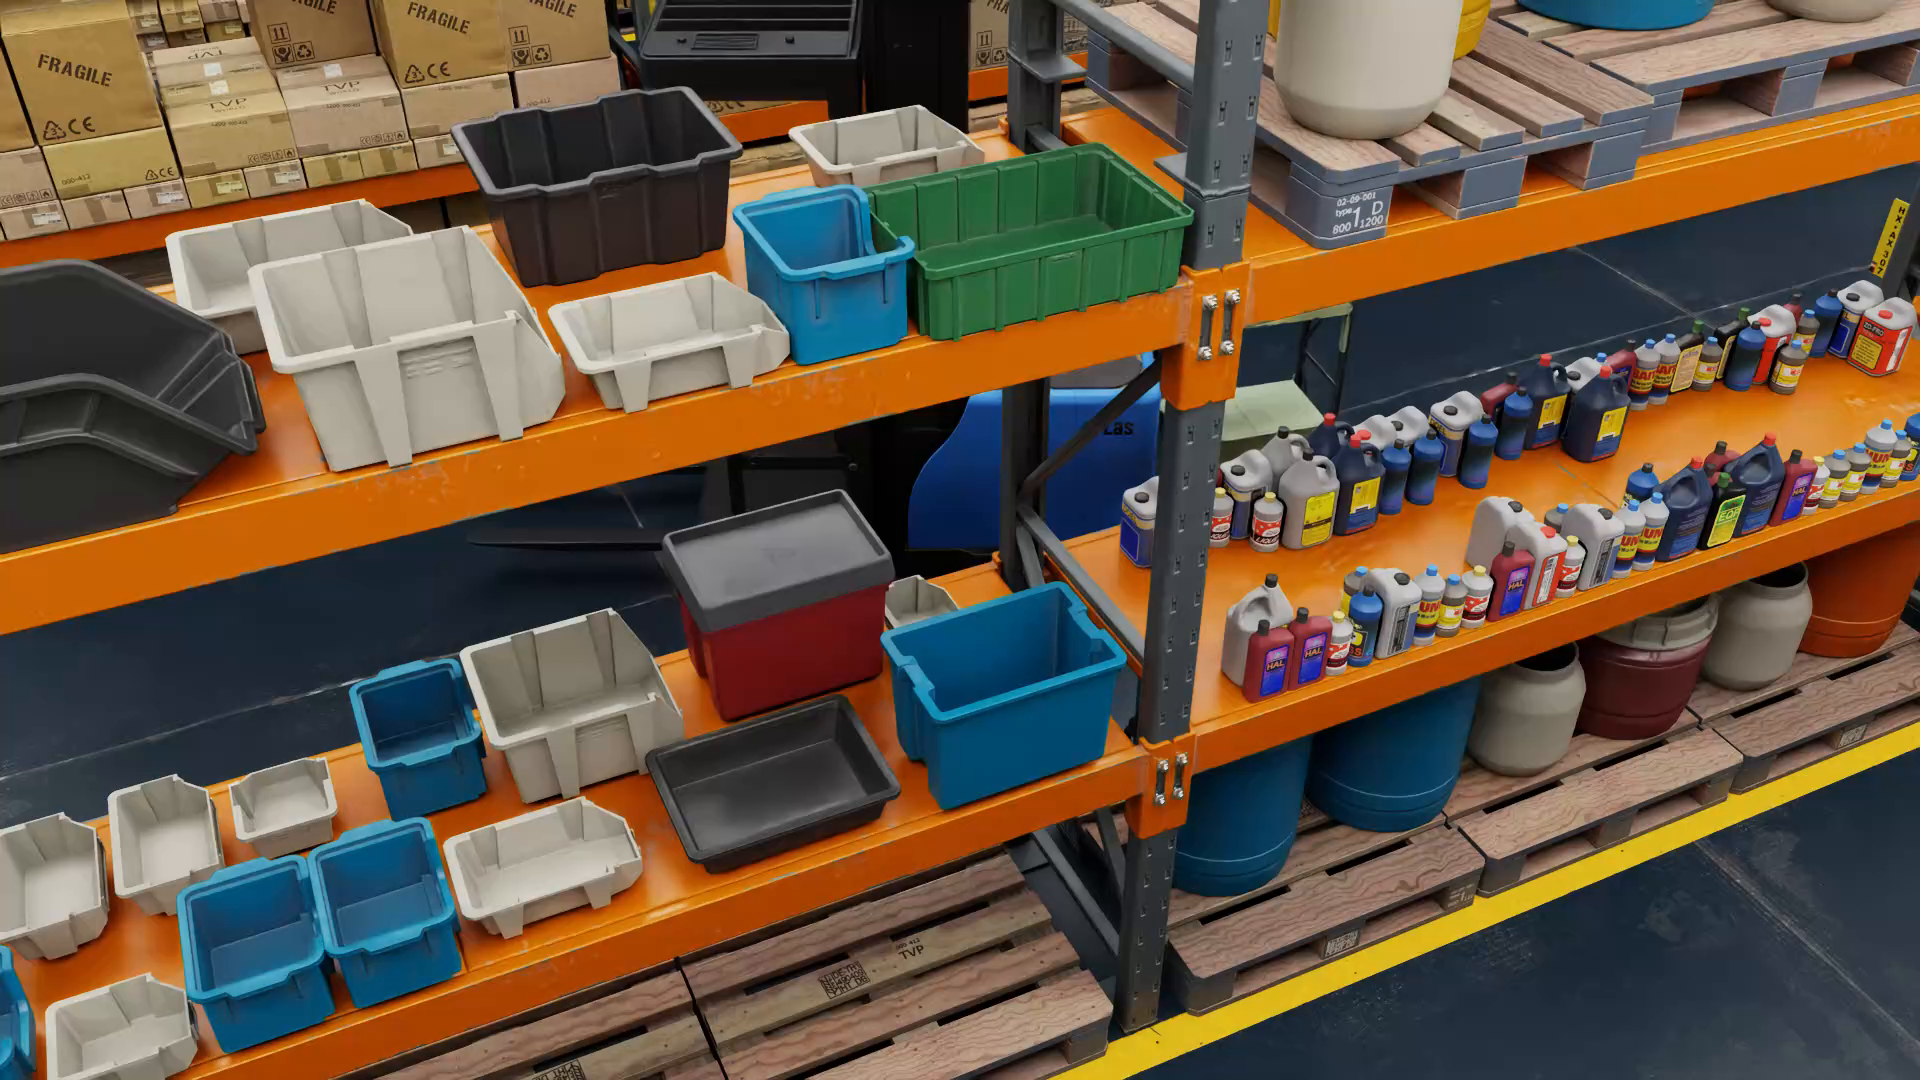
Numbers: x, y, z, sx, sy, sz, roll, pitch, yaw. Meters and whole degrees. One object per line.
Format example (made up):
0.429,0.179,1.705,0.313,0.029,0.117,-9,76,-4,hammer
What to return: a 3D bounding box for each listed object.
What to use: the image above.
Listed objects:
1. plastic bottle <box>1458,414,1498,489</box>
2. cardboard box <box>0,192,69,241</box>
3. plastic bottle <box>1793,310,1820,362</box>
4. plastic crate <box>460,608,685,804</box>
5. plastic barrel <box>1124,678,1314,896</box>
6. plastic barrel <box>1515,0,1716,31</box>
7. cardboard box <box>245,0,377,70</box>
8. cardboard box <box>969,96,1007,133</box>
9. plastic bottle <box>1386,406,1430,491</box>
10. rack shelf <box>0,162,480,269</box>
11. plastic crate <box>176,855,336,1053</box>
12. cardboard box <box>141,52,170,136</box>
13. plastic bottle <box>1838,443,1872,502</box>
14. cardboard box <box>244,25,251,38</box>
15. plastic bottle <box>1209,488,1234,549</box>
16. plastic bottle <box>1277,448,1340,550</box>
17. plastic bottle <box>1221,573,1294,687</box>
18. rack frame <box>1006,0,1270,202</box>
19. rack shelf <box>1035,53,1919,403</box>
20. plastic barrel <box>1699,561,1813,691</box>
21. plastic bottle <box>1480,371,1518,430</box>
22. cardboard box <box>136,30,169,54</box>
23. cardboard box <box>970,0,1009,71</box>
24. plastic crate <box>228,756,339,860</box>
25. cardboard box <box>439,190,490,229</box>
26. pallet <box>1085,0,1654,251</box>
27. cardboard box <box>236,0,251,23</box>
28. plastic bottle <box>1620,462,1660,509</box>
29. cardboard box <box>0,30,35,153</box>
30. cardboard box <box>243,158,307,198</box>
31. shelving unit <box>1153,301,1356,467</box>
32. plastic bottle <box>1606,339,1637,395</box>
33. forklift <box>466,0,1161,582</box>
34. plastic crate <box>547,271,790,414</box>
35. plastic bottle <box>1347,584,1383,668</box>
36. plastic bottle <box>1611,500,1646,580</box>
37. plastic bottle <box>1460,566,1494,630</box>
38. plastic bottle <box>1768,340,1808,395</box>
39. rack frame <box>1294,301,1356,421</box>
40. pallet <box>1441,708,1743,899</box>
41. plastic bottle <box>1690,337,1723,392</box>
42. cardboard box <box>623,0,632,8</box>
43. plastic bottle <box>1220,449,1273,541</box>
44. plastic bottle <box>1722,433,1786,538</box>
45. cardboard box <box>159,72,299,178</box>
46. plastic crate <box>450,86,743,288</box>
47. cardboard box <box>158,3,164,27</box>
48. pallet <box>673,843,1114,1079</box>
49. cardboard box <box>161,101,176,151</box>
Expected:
1.801,-0.315,5.764,0.097,0.271,0.097,0,37,0,plastic bottle
-4.172,-1.509,7.477,0.250,0.149,0.380,-16,40,-21,cardboard box
3.280,-0.800,6.478,0.097,0.201,0.097,0,37,0,plastic bottle
-1.068,0.469,4.649,0.530,0.282,0.437,-16,39,-20,plastic crate
0.893,0.704,5.692,0.708,0.901,0.600,-16,39,-20,plastic barrel
1.873,-1.931,4.544,0.708,0.901,0.600,-16,39,-20,plastic barrel
-3.172,-2.635,8.032,0.500,0.500,0.500,-17,40,-21,cardboard box
-0.332,-2.228,9.666,0.875,0.875,1.225,-17,40,-21,cardboard box
1.522,-0.320,5.768,0.135,0.276,0.152,-16,39,-20,plastic bottle
-3.522,-1.718,8.152,4.000,0.370,1.077,-16,39,-20,rack shelf
-1.673,0.996,3.980,0.300,0.233,0.416,-16,39,-20,plastic crate
-4.086,-2.082,7.916,0.500,0.250,0.500,-17,40,-21,cardboard box
3.067,-0.241,5.724,0.097,0.201,0.097,0,37,0,plastic bottle
-5.139,-3.662,12.210,0.250,0.149,0.380,-15,39,-19,cardboard box
0.852,-0.081,5.508,0.097,0.201,0.097,0,37,0,plastic bottle
1.147,-0.153,5.480,0.185,0.351,0.144,-16,39,-20,plastic bottle
0.886,0.253,4.932,0.185,0.351,0.144,-16,39,-20,plastic bottle
0.393,-2.251,3.232,0.127,3.000,1.000,-16,39,-20,rack frame
2.204,-1.264,5.022,4.000,0.370,1.077,-16,39,-20,rack shelf
3.105,0.300,6.563,0.421,0.512,0.421,0,37,0,plastic barrel
1.922,-0.465,5.957,0.133,0.283,0.061,-16,39,-20,plastic bottle
-5.831,-3.611,11.892,0.250,0.149,0.380,-18,40,-22,cardboard box
0.185,-2.922,9.088,0.500,0.500,0.500,-15,39,-19,cardboard box
-1.796,0.714,4.440,0.250,0.136,0.298,-16,39,-20,plastic crate
-2.343,-1.704,8.961,0.875,0.875,0.875,-16,39,-20,cardboard box
1.061,-1.222,4.520,1.003,0.211,1.213,-16,39,-20,pallet
-5.088,-3.876,11.999,0.250,0.149,0.380,-17,40,-22,cardboard box
2.254,-0.137,5.524,0.097,0.271,0.097,0,37,0,plastic bottle
-4.331,-1.963,7.126,0.500,0.500,0.500,-17,40,-21,cardboard box
-3.242,-1.769,7.828,0.250,0.149,0.380,-15,39,-19,cardboard box
1.278,-0.714,7.453,0.755,1.500,0.431,-9,38,-12,shelving unit
2.420,-0.604,6.145,0.133,0.283,0.061,-16,39,-20,plastic bottle
-0.679,-1.196,6.902,3.031,2.935,1.130,0,37,0,forklift
-0.597,-0.414,3.493,0.466,0.136,0.293,-16,39,-20,plastic crate
1.212,0.250,5.004,0.097,0.271,0.097,0,37,0,plastic bottle
2.139,-0.010,5.353,0.097,0.271,0.097,0,37,0,plastic bottle
1.598,0.170,5.170,0.097,0.201,0.097,0,37,0,plastic bottle
3.136,-0.660,6.288,0.097,0.201,0.097,0,37,0,plastic bottle
1.630,-0.772,7.532,0.023,1.500,0.400,-9,38,-12,rack frame
2.215,0.794,6.502,1.213,0.211,1.003,-16,39,-20,pallet
2.829,-0.674,6.307,0.097,0.201,0.097,0,37,0,plastic bottle
-2.468,-4.557,13.121,0.500,0.500,0.500,-14,39,-18,cardboard box
0.943,-0.159,5.550,0.135,0.276,0.152,-16,39,-20,plastic bottle
2.633,-0.195,5.536,0.185,0.351,0.144,-16,39,-20,plastic bottle
-3.389,-1.931,7.711,0.500,0.250,0.500,-16,40,-21,cardboard box
-0.848,-0.828,3.940,0.590,0.269,0.497,-16,39,-20,plastic crate
-5.819,-3.957,12.358,0.250,0.149,0.380,-14,39,-18,cardboard box
-0.256,1.485,5.570,1.213,0.211,1.003,-16,39,-20,pallet
-3.991,-1.992,8.129,0.250,0.149,0.380,-15,39,-20,cardboard box
